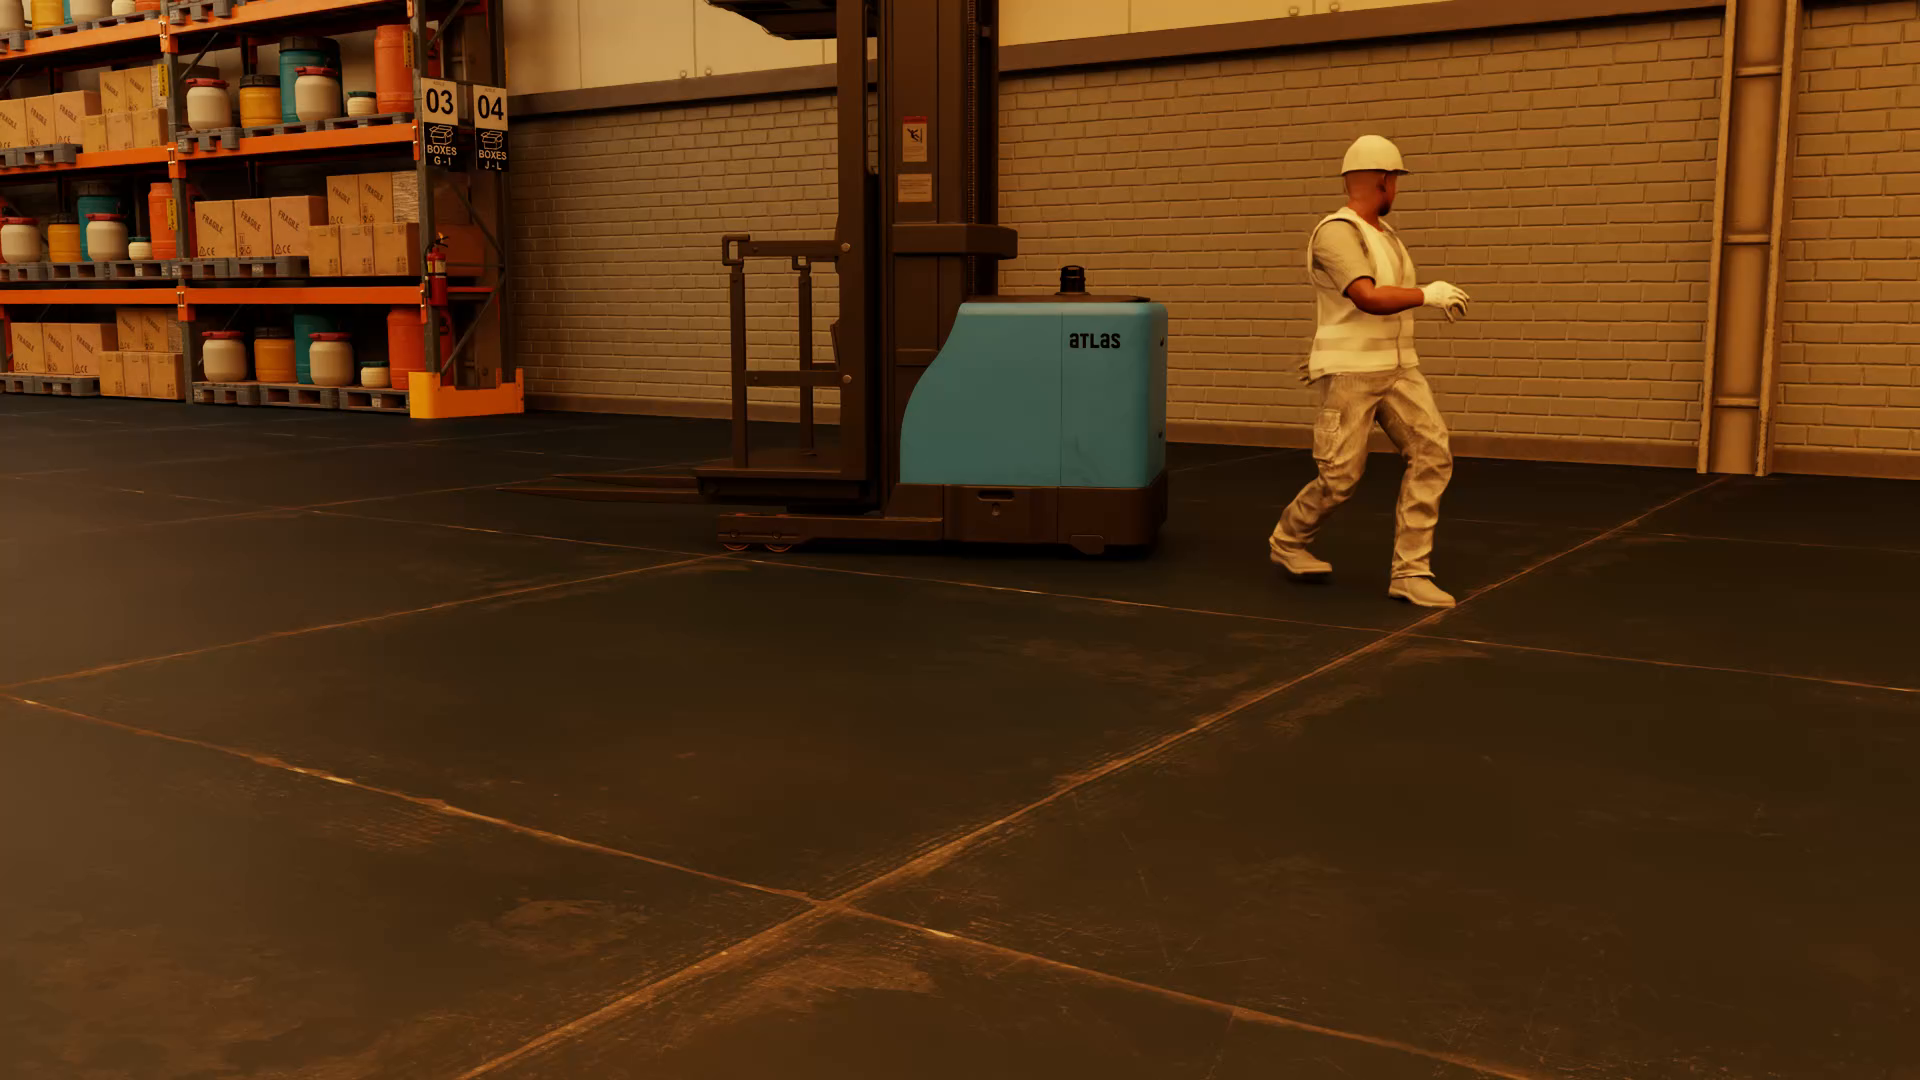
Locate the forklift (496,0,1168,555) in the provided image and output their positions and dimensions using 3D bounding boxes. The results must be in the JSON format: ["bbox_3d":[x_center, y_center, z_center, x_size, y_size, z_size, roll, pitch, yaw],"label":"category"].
[{"bbox_3d":[-0.596,-1.469,7.520,3.031,2.935,1.130,2,8,12],"label":"forklift"}]

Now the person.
[{"bbox_3d":[1.507,-0.641,6.189,0.576,1.692,0.962,-6,10,-37],"label":"person"}]
